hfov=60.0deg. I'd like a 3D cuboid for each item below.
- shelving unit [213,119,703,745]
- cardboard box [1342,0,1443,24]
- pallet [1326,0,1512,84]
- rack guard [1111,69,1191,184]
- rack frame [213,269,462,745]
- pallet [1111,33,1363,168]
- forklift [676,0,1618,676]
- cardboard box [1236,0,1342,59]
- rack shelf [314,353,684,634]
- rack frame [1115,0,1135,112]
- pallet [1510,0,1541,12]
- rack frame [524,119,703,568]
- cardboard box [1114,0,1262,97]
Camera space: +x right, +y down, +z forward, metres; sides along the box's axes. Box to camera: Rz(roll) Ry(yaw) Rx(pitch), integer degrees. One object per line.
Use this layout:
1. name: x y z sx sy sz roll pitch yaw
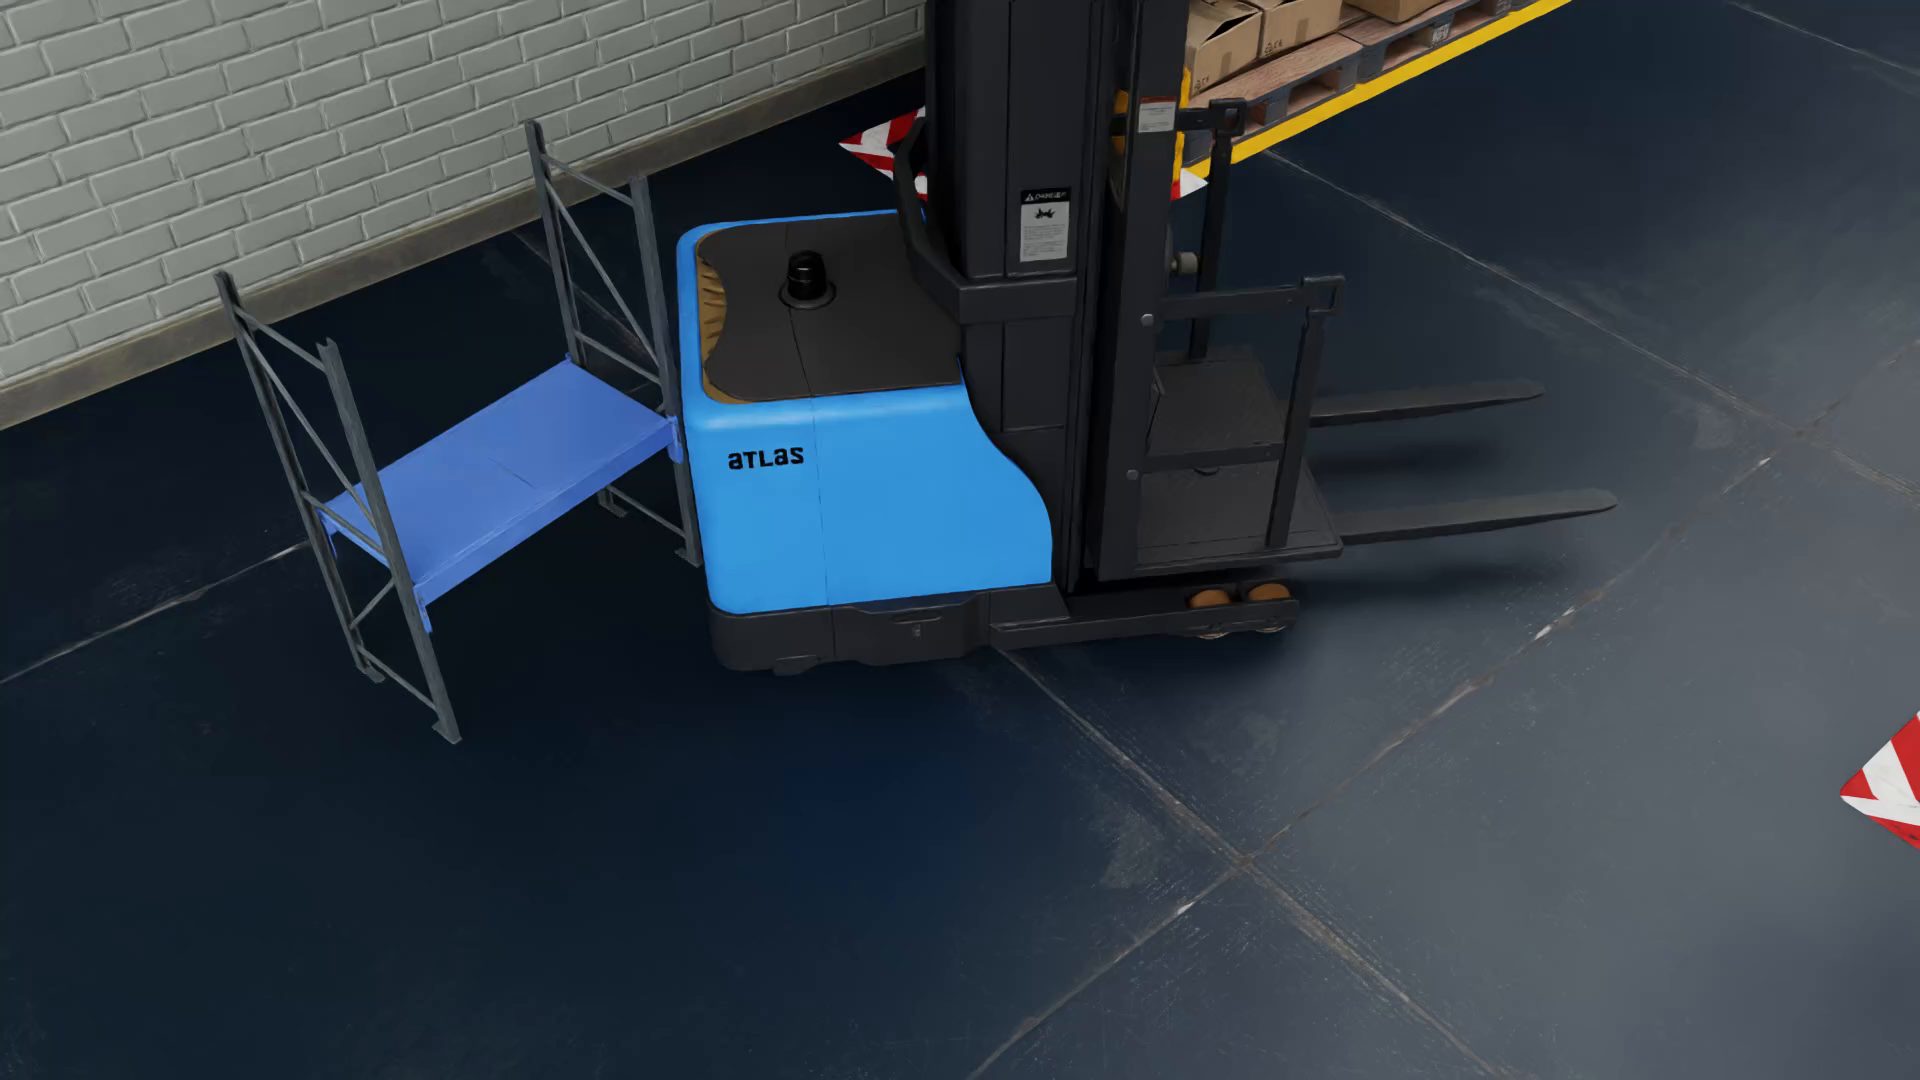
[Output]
1. shelving unit: -1.401 -0.304 4.978 0.538 1.500 1.048 30 51 28
2. cardboard box: 2.075 -2.979 8.235 0.500 0.500 0.700 -33 52 -30
3. pallet: 2.094 -2.815 8.593 1.213 0.211 1.003 -30 51 -28
4. rack guard: 0.513 -2.049 7.566 0.348 0.500 1.175 -30 51 -28
5. rack frame: -1.728 -0.037 4.694 0.500 1.500 0.032 30 51 28
6. pallet: 1.159 -2.282 8.025 1.213 0.211 1.003 -30 51 -28
7. forklift: 0.655 -1.101 4.781 3.031 2.935 1.130 -6 44 -6
8. cardboard box: 1.480 -2.614 7.985 0.500 0.311 0.500 -26 49 -25
9. rack shelf: -1.401 -0.173 5.101 0.538 0.185 1.000 30 51 28
10. rack frame: 0.454 -2.927 6.675 0.127 3.000 1.000 -30 51 -28
11. pallet: 3.030 -3.354 9.167 1.213 0.211 1.003 -30 51 -28
12. rack frame: -1.074 -0.570 5.262 0.500 1.500 0.032 30 51 28
13. cardboard box: 1.043 -2.364 7.718 0.500 0.311 0.500 33 52 30
